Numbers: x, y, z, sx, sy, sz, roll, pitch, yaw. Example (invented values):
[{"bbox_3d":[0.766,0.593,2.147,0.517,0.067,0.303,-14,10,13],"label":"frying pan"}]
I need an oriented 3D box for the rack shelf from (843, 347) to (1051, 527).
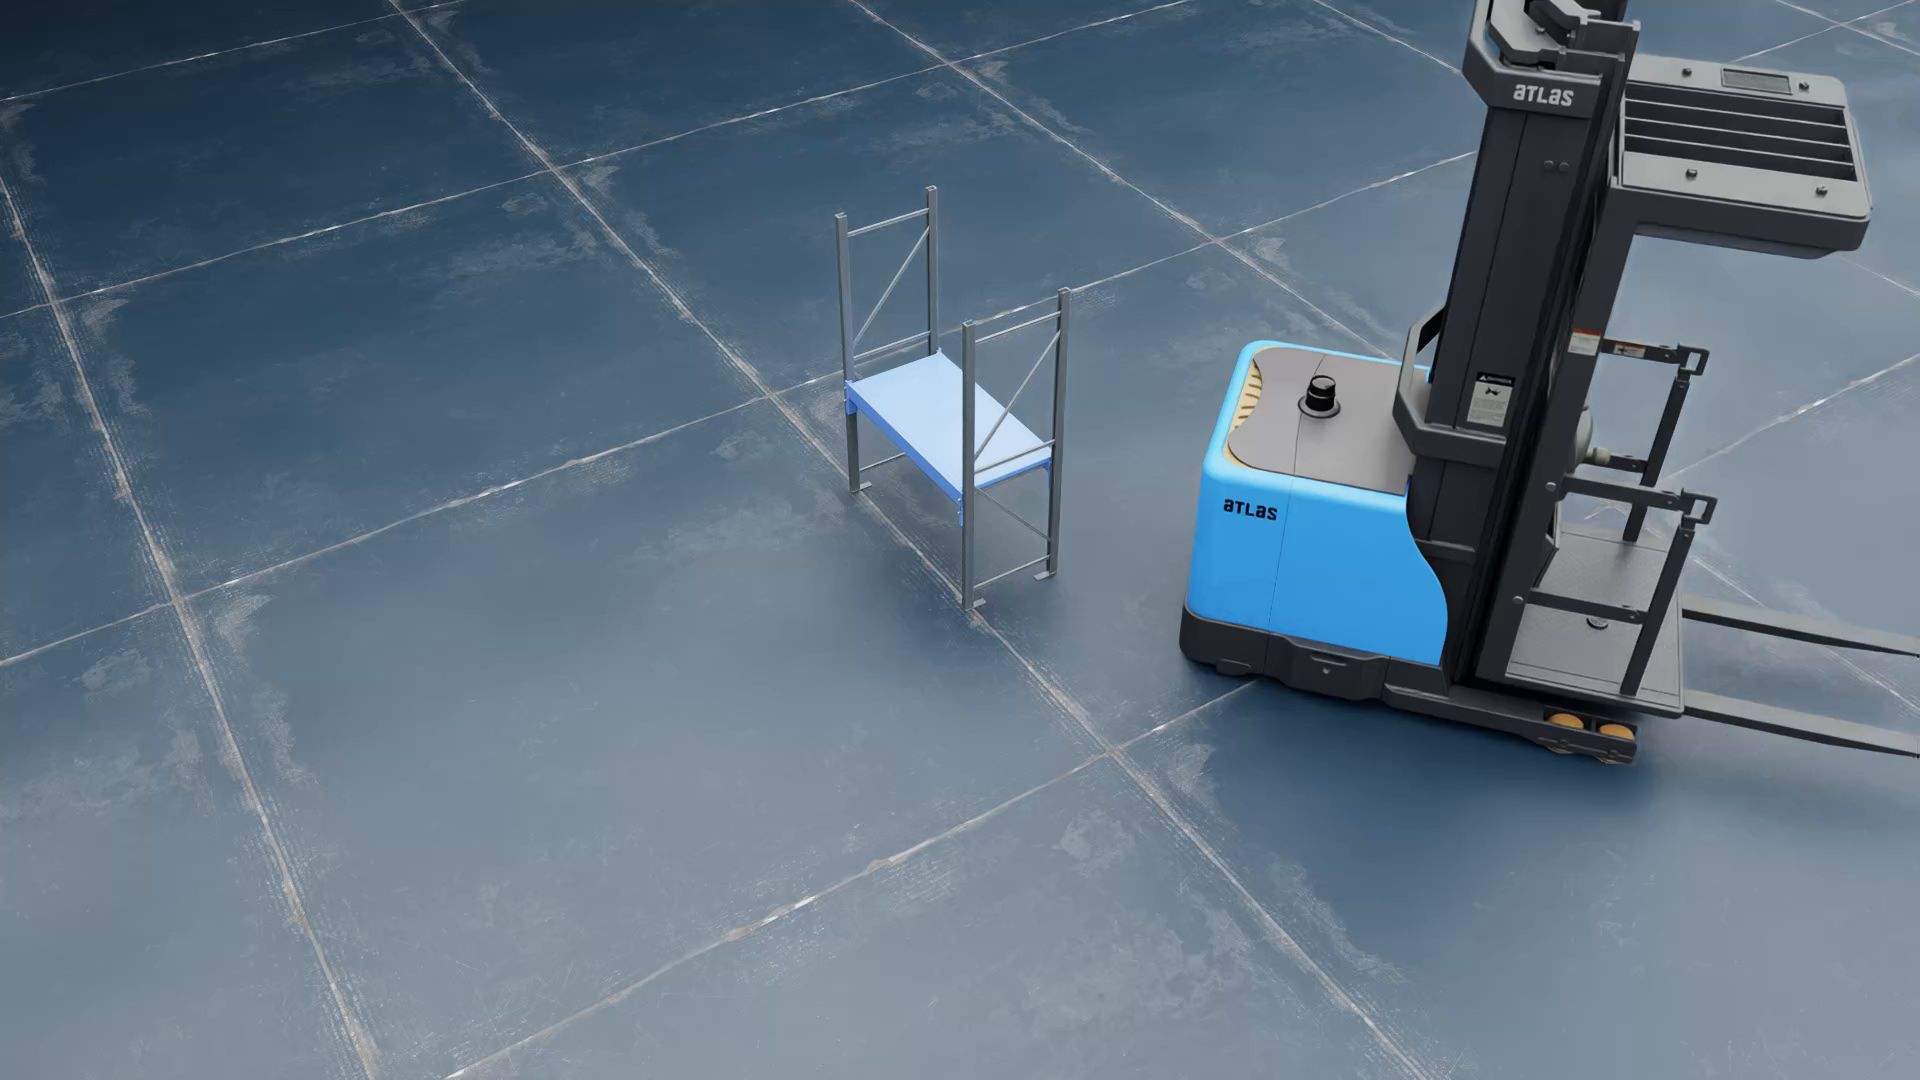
[{"bbox_3d":[-0.046,-0.484,7.501,0.538,0.185,1.000,-22,45,-24],"label":"rack shelf"}]

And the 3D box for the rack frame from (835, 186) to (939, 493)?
[{"bbox_3d":[-0.319,-0.897,7.715,0.500,1.500,0.032,-22,45,-24],"label":"rack frame"}]

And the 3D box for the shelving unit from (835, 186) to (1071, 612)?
[{"bbox_3d":[-0.046,-0.622,7.386,0.538,1.500,1.048,-22,45,-24],"label":"shelving unit"}]

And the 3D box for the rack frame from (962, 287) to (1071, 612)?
[{"bbox_3d":[0.227,-0.348,7.056,0.500,1.500,0.032,-22,45,-24],"label":"rack frame"}]

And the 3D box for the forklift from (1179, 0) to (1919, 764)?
[{"bbox_3d":[2.518,-0.602,6.244,3.031,2.935,1.130,11,41,13],"label":"forklift"}]
